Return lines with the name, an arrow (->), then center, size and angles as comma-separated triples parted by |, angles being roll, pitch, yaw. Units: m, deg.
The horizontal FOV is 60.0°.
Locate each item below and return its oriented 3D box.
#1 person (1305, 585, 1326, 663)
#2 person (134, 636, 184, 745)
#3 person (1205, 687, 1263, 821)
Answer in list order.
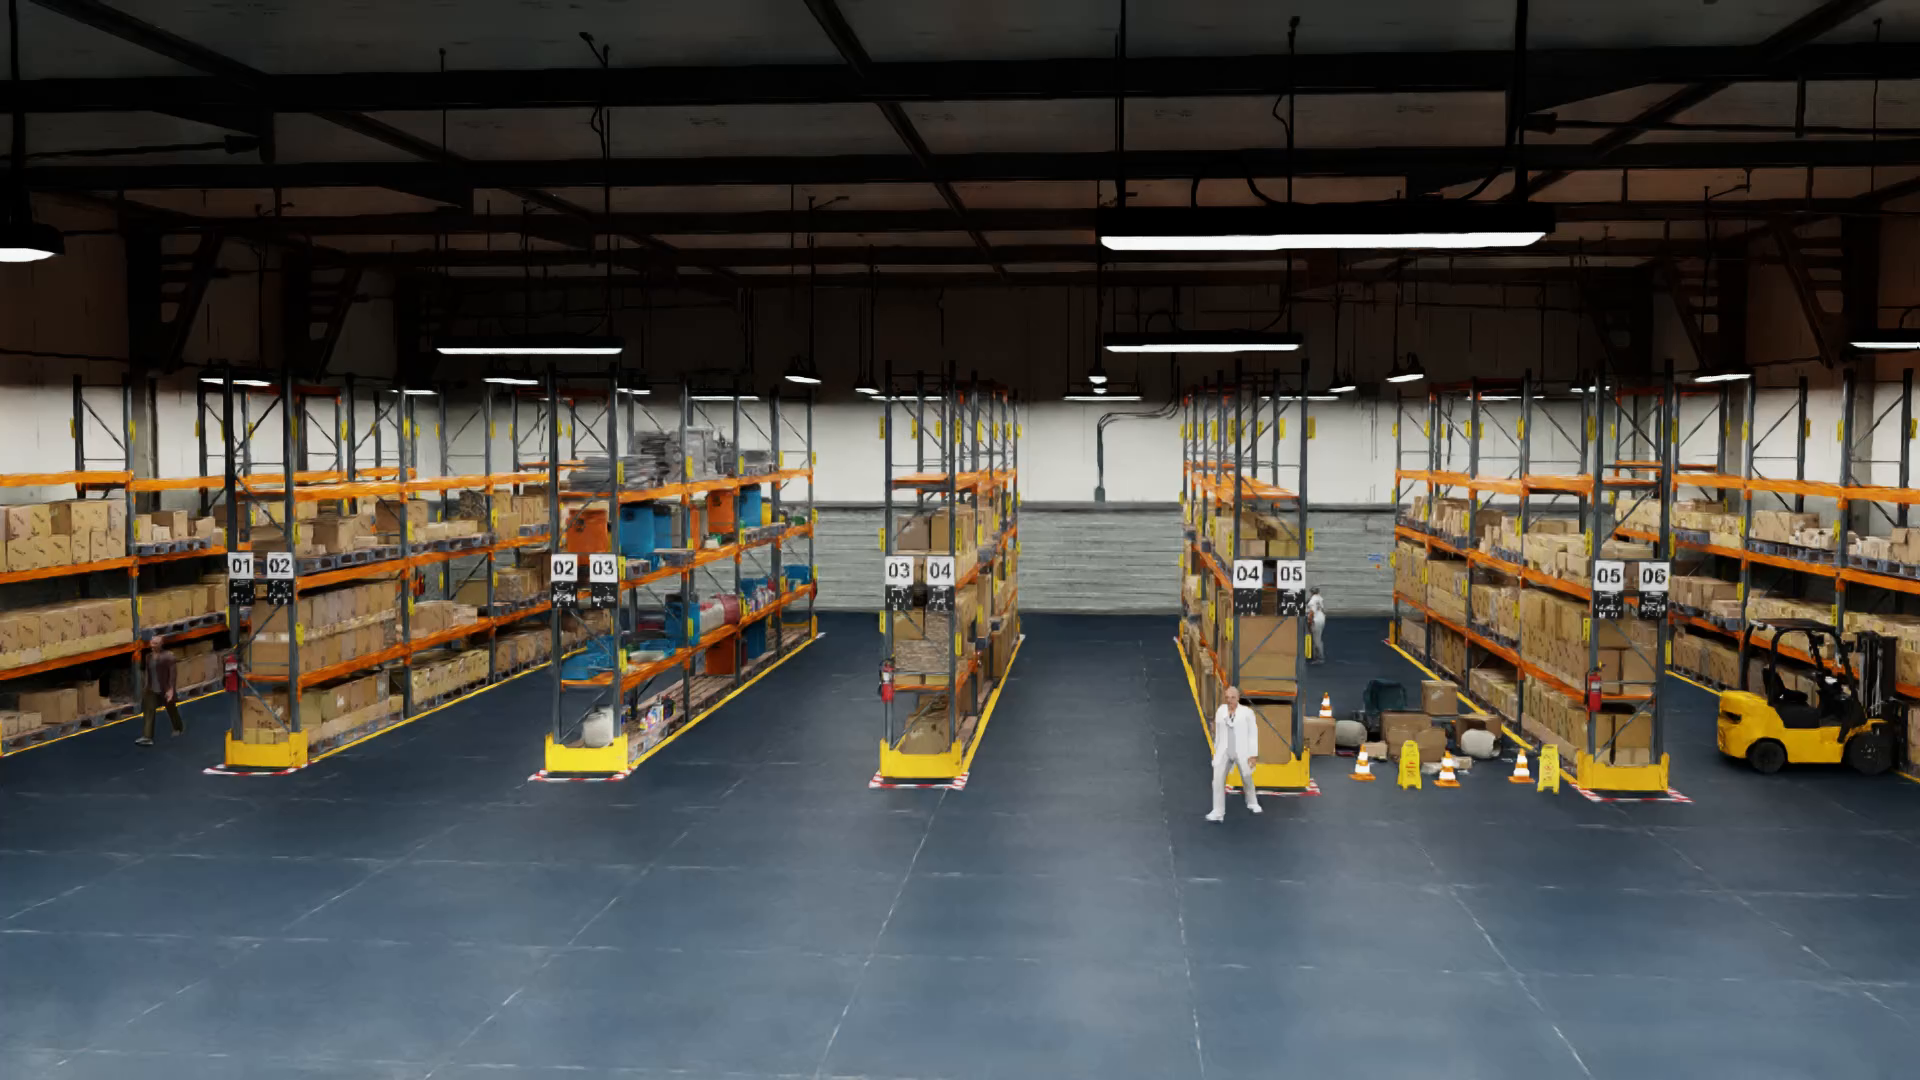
person -> 7.667, 1.796, 35.989 | 0.563, 1.655, 0.596 | 2, 4, 30
person -> -12.810, 2.384, 26.643 | 0.603, 1.724, 1.111 | 0, 4, 4
person -> 3.550, 2.734, 21.435 | 0.635, 1.723, 1.033 | 2, 4, 26
